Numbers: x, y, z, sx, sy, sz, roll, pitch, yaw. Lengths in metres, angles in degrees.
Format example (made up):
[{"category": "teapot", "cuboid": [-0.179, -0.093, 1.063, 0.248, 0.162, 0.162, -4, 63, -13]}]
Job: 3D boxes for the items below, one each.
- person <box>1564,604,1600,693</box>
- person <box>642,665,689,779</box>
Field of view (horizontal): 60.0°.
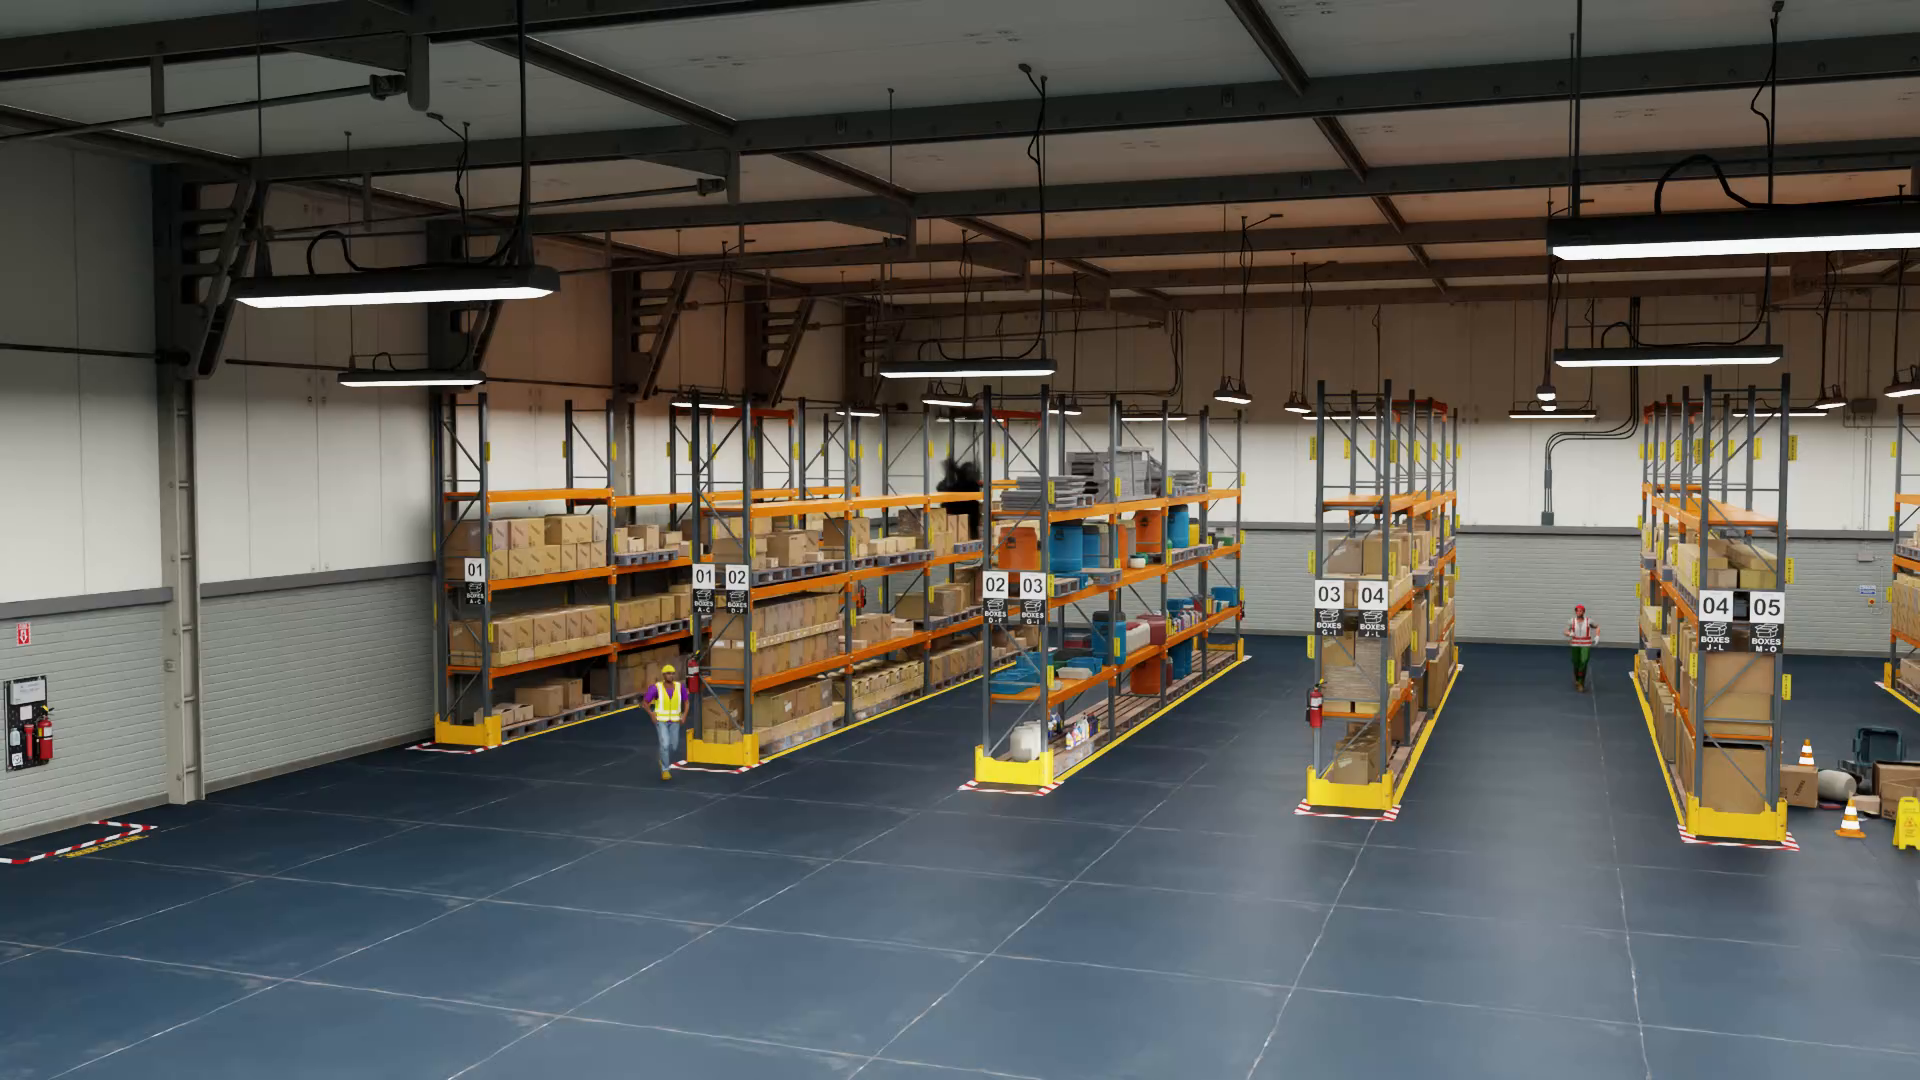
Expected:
[{"category": "person", "cuboid": [13.014, 2.252, 34.867, 0.667, 1.797, 0.911, 2, 3, 29]}, {"category": "person", "cuboid": [-4.537, 2.786, 25.706, 0.749, 1.735, 0.706, -2, 3, -28]}]
